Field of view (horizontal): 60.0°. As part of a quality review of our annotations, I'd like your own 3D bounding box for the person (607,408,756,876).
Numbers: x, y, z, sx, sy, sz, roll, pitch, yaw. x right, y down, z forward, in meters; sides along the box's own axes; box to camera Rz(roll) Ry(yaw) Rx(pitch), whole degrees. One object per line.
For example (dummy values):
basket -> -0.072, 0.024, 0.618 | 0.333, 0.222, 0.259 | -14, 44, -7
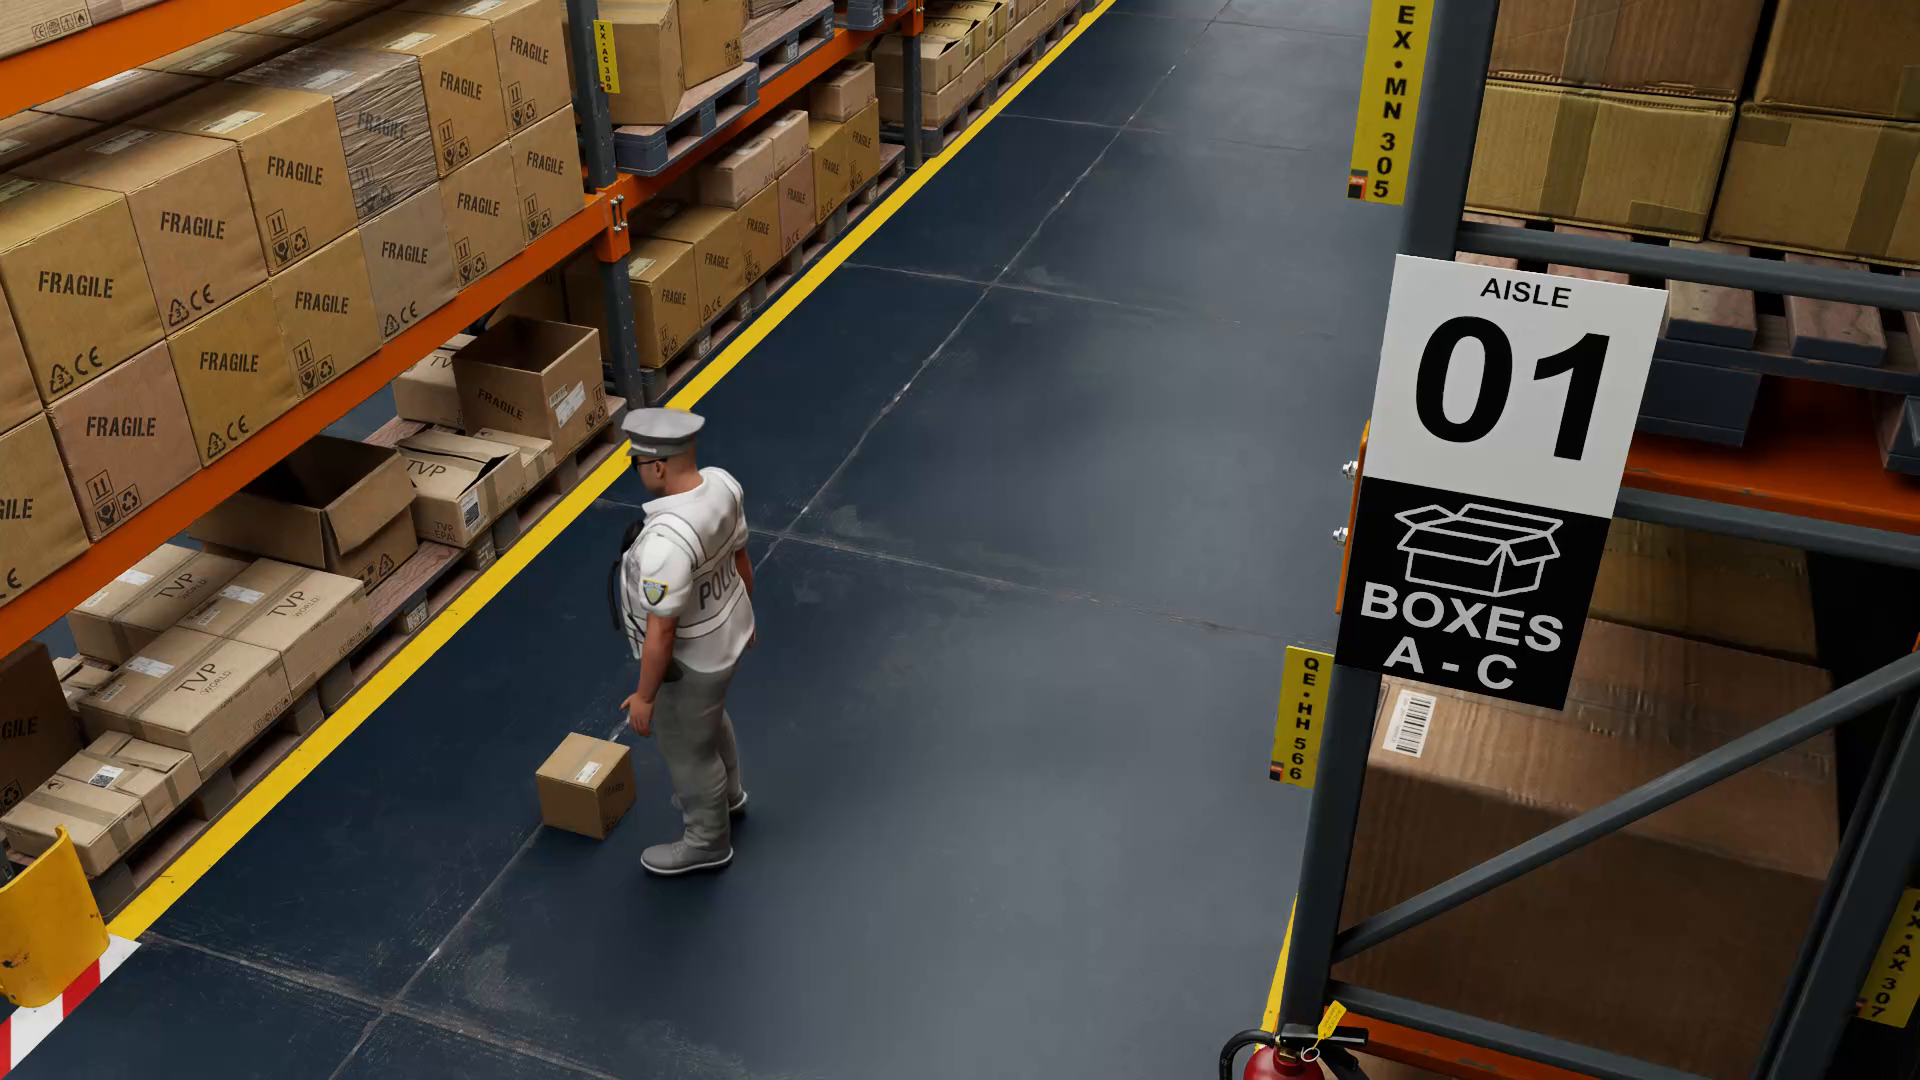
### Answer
person -> -0.923, 0.391, 5.556 | 0.435, 1.793, 0.615 | 7, 34, 10
